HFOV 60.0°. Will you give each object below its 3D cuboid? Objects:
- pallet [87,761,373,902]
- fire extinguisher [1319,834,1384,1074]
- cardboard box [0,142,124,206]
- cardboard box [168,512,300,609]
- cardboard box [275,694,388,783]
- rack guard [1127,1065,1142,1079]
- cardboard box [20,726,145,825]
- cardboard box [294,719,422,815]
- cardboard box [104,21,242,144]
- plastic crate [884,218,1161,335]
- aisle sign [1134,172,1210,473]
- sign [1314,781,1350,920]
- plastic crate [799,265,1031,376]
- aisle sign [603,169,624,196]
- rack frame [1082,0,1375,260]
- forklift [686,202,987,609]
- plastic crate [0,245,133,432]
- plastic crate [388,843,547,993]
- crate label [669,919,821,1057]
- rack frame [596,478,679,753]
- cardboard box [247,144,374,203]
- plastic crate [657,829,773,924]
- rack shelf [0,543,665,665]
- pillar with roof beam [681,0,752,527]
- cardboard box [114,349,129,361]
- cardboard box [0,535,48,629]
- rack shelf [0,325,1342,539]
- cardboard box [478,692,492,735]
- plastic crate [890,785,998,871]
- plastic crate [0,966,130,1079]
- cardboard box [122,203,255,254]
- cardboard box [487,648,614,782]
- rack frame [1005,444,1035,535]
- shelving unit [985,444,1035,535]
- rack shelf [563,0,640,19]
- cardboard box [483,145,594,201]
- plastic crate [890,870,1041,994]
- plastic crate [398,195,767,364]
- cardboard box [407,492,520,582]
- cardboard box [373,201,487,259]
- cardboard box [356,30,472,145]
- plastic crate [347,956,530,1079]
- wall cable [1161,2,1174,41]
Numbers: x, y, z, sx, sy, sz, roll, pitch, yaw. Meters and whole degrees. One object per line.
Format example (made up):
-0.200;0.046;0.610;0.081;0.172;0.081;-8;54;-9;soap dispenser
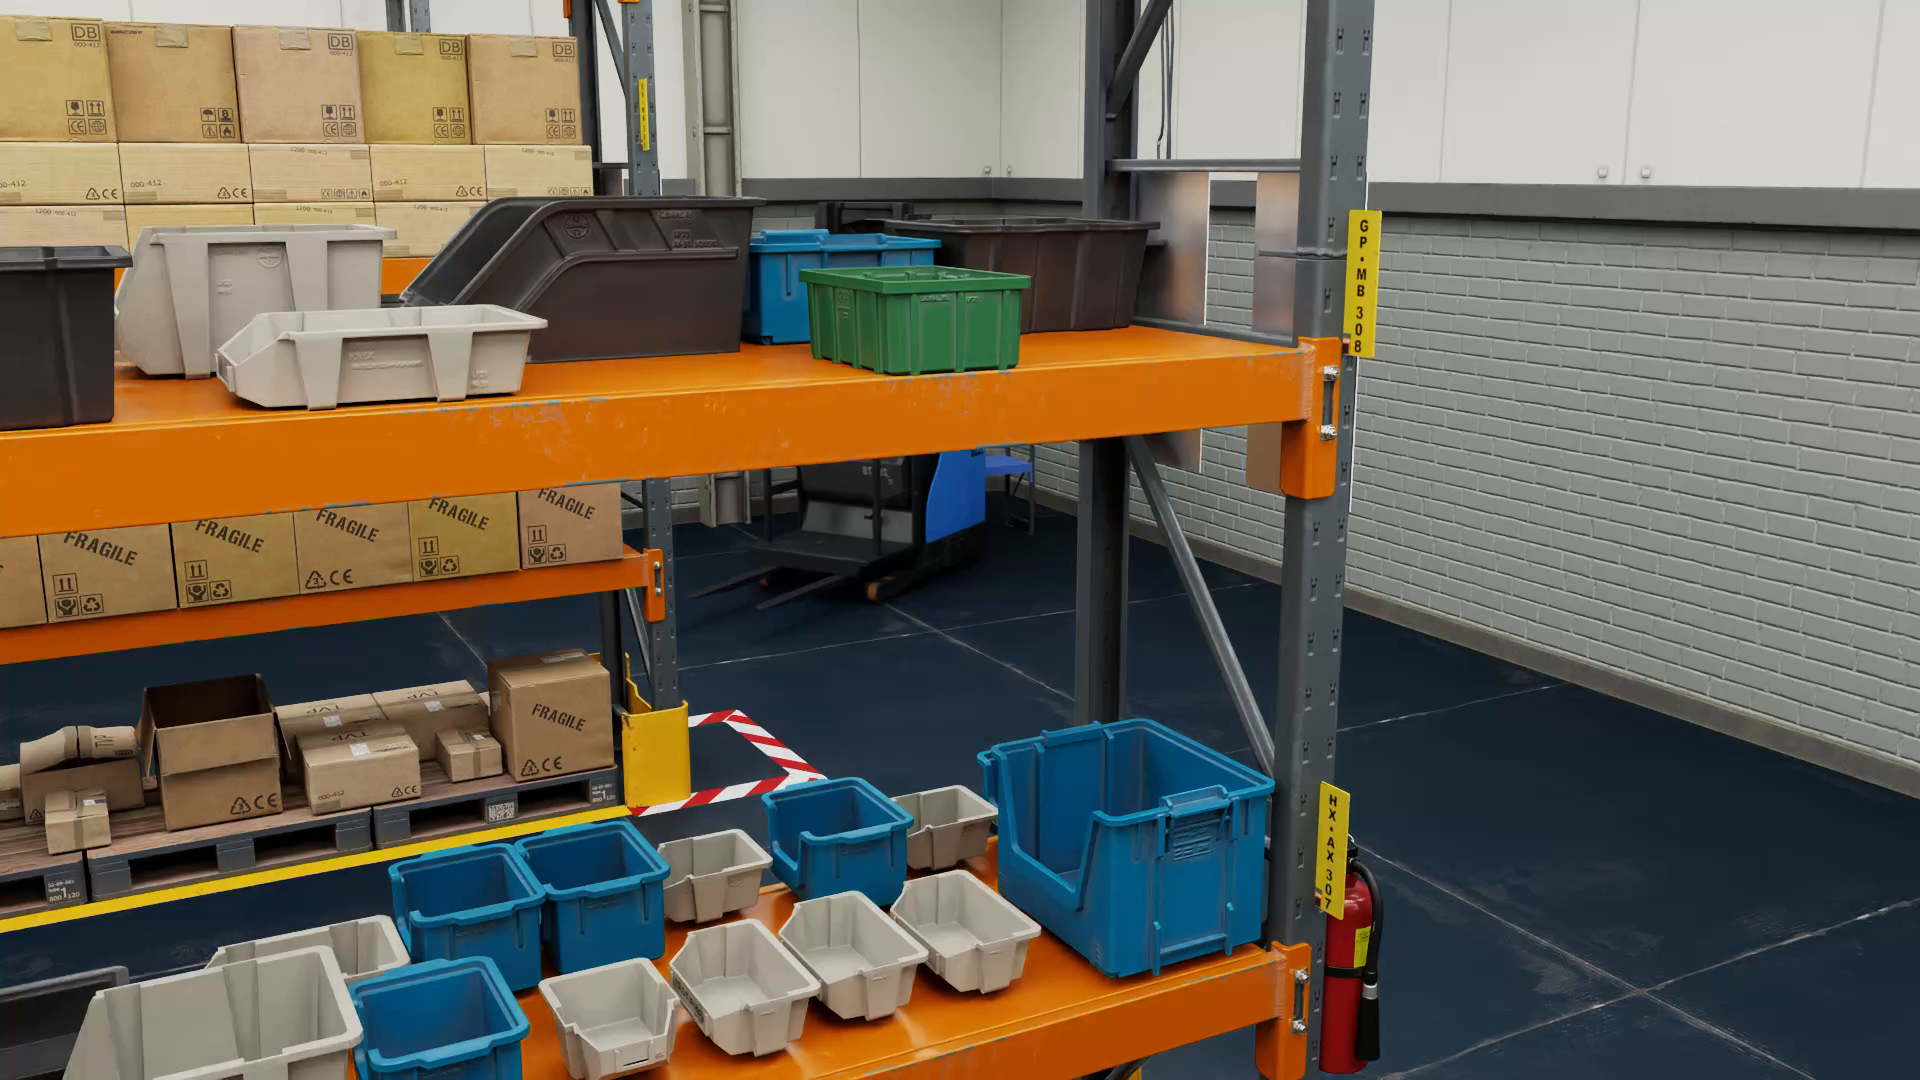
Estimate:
-3.578;1.356;8.102;1.213;0.211;1.003;-7;14;-28;pallet
0.977;1.023;4.259;0.183;0.674;0.296;-7;14;-28;fire extinguisher
-3.826;-1.544;7.007;0.500;0.250;0.500;-7;14;-28;cardboard box
-3.342;-0.013;7.608;0.500;0.500;0.500;-7;14;-29;cardboard box
-3.234;1.011;8.546;0.500;0.250;0.500;-7;14;-28;cardboard box
0.642;1.946;4.825;0.348;0.500;1.175;-7;14;-28;rack guard
-4.231;1.101;8.008;0.500;0.311;0.500;-7;14;-28;cardboard box
-2.950;1.102;8.141;0.500;0.250;0.500;-7;14;-28;cardboard box
-3.537;-2.022;7.427;0.500;0.500;0.700;-7;14;-28;cardboard box
0.156;-0.682;4.272;0.590;0.269;0.497;-7;14;-28;plastic crate
0.548;-0.602;4.531;0.004;0.787;0.394;-7;14;-28;aisle sign
0.905;0.756;4.047;0.005;0.325;0.100;-7;14;-28;sign
-0.102;-0.470;3.516;0.336;0.188;0.450;-7;14;-28;plastic crate
-1.824;-1.556;8.769;0.004;0.787;0.394;-7;14;-28;aisle sign
0.627;-2.196;3.869;0.127;3.000;1.000;-7;14;-28;rack frame
-0.925;-1.066;12.671;1.130;2.935;3.031;7;14;28;forklift
-1.662;-0.325;2.689;0.590;0.269;0.497;-7;14;-28;plastic crate
-1.166;0.916;3.950;0.300;0.233;0.416;-7;14;-28;plastic crate
-0.496;1.013;3.740;0.243;0.136;0.396;-7;14;-28;crate label
-1.743;-0.224;8.771;0.127;3.000;1.000;-7;14;-28;rack frame
-2.951;-1.650;7.481;0.500;0.250;0.500;-7;14;-28;cardboard box
-0.664;0.882;4.321;0.298;0.136;0.250;-7;14;-28;plastic crate
-3.498;0.338;7.915;4.000;0.370;1.077;-7;14;-28;rack shelf
-0.102;-3.726;10.669;0.400;9.000;9.100;-7;14;-28;pillar with roof beam
-5.869;-1.112;12.033;0.700;0.700;0.980;-8;15;-31;cardboard box
-4.228;0.093;7.138;0.500;0.500;0.500;-7;14;-27;cardboard box
-1.128;-0.171;3.343;4.000;0.370;1.077;-7;14;-28;rack shelf
-2.495;0.948;9.016;0.250;0.166;0.380;-7;14;-28;cardboard box
-0.069;0.811;4.638;0.298;0.136;0.250;-7;14;-28;plastic crate
-2.030;1.087;3.435;0.590;0.125;0.437;-7;14;-28;plastic crate
-3.391;-1.354;7.303;0.500;0.250;0.500;-7;14;-28;cardboard box
-2.102;0.886;8.532;0.500;0.500;0.500;-7;14;-28;cardboard box
0.535;-0.826;14.865;0.032;1.500;0.500;-6;14;-26;rack frame
0.081;-0.776;14.643;1.048;1.500;0.538;-6;14;-26;shelving unit
-3.498;-2.588;7.257;4.000;0.370;1.077;-7;14;-28;rack shelf
-2.072;-1.755;7.945;0.500;0.250;0.500;-7;14;-28;cardboard box
-0.002;0.951;4.014;0.243;0.136;0.396;-7;14;-28;plastic crate
-0.846;-0.594;3.727;0.767;0.338;0.504;-7;14;-28;plastic crate
-2.459;-0.118;8.072;0.500;0.500;0.500;-7;14;-27;cardboard box
-2.512;-1.459;7.768;0.500;0.250;0.500;-7;14;-28;cardboard box
-2.665;-2.130;7.906;0.500;0.500;0.700;-7;14;-28;cardboard box
-1.053;1.049;3.360;0.300;0.233;0.416;-7;14;-28;plastic crate
2.312;-5.059;12.161;0.112;2.526;3.097;-7;14;-28;wall cable
